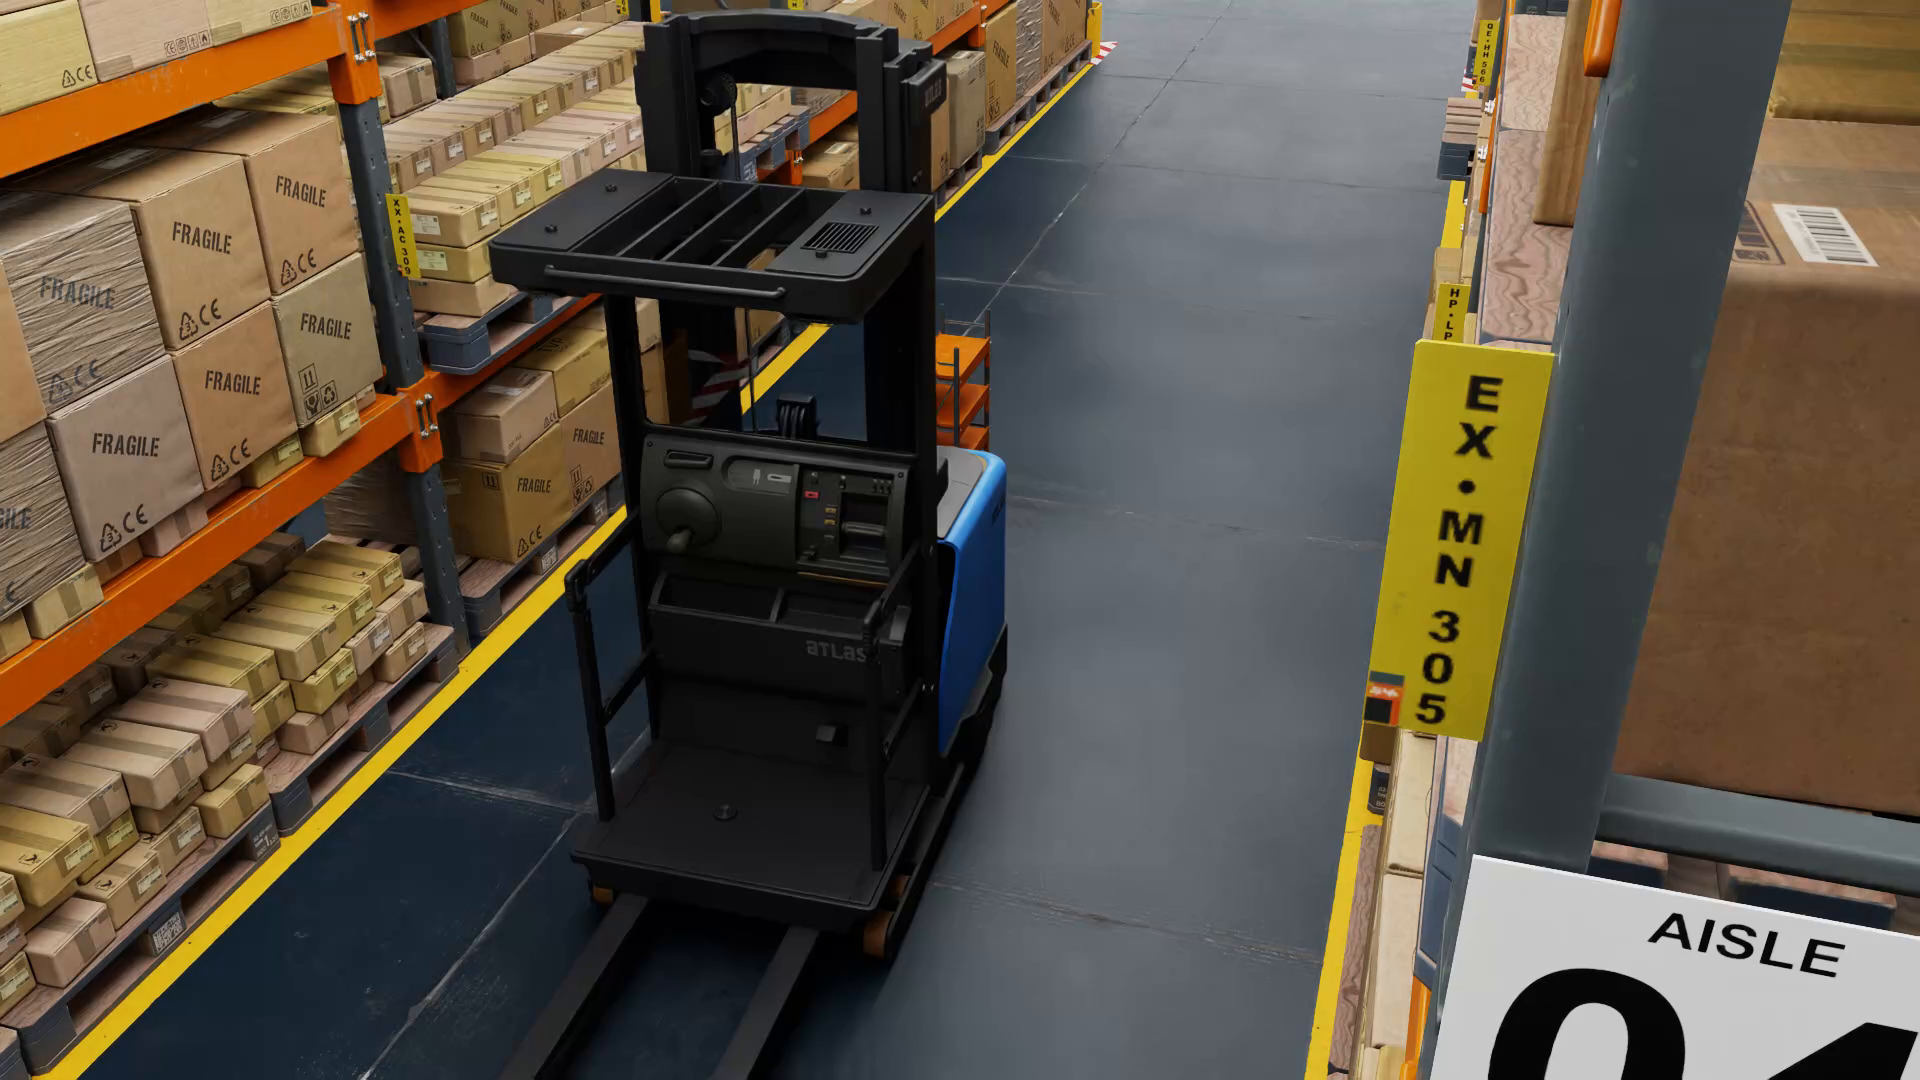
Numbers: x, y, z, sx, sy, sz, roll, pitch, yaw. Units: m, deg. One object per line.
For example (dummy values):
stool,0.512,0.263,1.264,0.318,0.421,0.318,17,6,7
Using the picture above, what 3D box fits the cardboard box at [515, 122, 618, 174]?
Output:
cardboard box,-1.796,-1.793,7.602,0.380,0.149,0.250,8,30,14

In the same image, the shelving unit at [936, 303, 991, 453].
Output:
shelving unit,-0.049,-0.447,7.820,0.258,1.200,0.503,8,30,15

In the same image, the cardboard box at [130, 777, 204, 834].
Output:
cardboard box,-2.894,0.866,5.802,0.380,0.149,0.250,7,30,12

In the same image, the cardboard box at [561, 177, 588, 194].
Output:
cardboard box,-1.874,-1.541,7.455,0.380,0.149,0.250,7,30,13

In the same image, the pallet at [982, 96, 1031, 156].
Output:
pallet,-0.009,-3.699,14.683,1.003,0.211,1.213,8,30,15

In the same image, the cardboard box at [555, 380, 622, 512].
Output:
cardboard box,-2.031,-0.501,8.204,0.500,0.500,0.500,10,31,17

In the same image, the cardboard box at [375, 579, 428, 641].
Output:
cardboard box,-2.444,0.266,6.881,0.380,0.149,0.250,9,30,16

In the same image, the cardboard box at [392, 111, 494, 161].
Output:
cardboard box,-2.416,-1.887,7.770,0.380,0.149,0.250,8,30,13

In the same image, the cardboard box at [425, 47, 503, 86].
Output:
cardboard box,-4.637,-4.453,15.565,0.500,0.250,0.500,7,30,13

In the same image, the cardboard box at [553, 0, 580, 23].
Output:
cardboard box,-4.185,-5.518,16.708,0.500,0.500,0.500,8,30,14

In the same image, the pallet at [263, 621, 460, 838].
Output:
pallet,-2.818,0.678,6.815,1.003,0.211,1.213,8,30,15

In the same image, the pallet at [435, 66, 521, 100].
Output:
pallet,-4.905,-4.334,15.823,1.003,0.211,1.213,8,30,15

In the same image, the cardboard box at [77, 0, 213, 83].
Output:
cardboard box,-2.699,-1.606,5.121,0.500,0.250,0.500,8,30,15

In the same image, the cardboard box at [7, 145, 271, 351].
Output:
cardboard box,-2.681,-0.971,5.472,0.500,0.500,0.500,8,30,13

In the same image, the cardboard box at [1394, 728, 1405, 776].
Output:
cardboard box,1.348,0.582,4.376,0.380,0.149,0.250,8,30,14

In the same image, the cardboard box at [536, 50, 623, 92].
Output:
cardboard box,-2.033,-2.502,8.876,0.380,0.149,0.250,7,30,13

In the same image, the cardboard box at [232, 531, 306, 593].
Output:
cardboard box,-2.954,0.075,6.918,0.380,0.149,0.250,10,31,17

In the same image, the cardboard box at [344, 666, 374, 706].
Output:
cardboard box,-2.601,0.544,6.687,0.380,0.149,0.250,9,30,16

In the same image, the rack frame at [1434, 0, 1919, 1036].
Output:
rack frame,0.883,-0.866,0.550,1.000,3.000,0.127,8,30,15

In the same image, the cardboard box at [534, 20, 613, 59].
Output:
cardboard box,-3.358,-4.234,14.567,0.500,0.500,0.500,8,30,15

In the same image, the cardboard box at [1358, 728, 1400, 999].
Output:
cardboard box,1.787,0.937,5.234,0.875,0.875,0.875,8,30,15

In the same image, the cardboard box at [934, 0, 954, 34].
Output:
cardboard box,-0.353,-4.104,12.439,0.500,0.500,0.500,8,30,14

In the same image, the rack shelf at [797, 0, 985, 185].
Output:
rack shelf,-0.894,-3.332,11.894,1.077,0.370,4.000,8,30,15

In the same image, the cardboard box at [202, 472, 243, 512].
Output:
cardboard box,-2.763,-0.221,5.820,0.380,0.149,0.250,8,30,13

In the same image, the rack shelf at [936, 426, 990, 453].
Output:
rack shelf,-0.049,-0.389,7.853,0.258,0.148,0.480,8,30,15

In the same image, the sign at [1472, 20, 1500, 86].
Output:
sign,2.709,-2.507,8.561,0.100,0.325,0.005,8,30,15

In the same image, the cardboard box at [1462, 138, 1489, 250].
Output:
cardboard box,2.679,-1.579,7.900,0.500,0.500,0.500,8,30,14

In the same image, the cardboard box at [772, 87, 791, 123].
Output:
cardboard box,-1.186,-2.496,9.477,0.380,0.149,0.250,9,30,16

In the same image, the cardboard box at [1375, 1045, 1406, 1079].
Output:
cardboard box,0.775,1.100,2.265,0.500,0.500,0.500,9,30,15

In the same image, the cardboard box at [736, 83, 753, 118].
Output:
cardboard box,-1.342,-2.379,8.962,0.380,0.149,0.250,9,30,16

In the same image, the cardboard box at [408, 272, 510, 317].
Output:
cardboard box,-2.100,-1.049,6.877,0.380,0.149,0.250,7,30,12

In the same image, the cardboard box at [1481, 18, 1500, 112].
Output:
cardboard box,3.419,-2.720,9.519,0.700,0.500,0.500,13,32,22

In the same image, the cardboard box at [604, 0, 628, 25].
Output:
cardboard box,-3.881,-5.651,17.719,0.500,0.250,0.500,8,30,15

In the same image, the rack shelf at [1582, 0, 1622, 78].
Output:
rack shelf,1.470,-1.306,2.493,1.077,0.370,4.000,8,30,15

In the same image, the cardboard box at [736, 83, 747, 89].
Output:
cardboard box,-1.339,-2.519,8.908,0.380,0.149,0.250,9,30,16

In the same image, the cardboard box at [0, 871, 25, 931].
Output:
cardboard box,-3.104,1.110,5.059,0.380,0.149,0.250,10,31,17

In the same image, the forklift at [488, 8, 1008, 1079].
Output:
forklift,-0.678,-0.064,5.350,1.130,2.935,3.031,7,30,13

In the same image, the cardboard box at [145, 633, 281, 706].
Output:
cardboard box,-2.765,0.497,6.159,0.380,0.149,0.250,9,30,17

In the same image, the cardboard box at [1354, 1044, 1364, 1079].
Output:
cardboard box,0.971,1.178,3.305,0.380,0.149,0.250,8,30,14

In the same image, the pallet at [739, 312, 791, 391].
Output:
pallet,-1.712,-1.135,10.074,1.003,0.211,1.213,8,30,15

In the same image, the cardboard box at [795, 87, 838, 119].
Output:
cardboard box,-1.091,-2.931,10.330,0.500,0.500,0.500,9,30,15

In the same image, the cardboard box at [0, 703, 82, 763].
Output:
cardboard box,-3.327,0.688,5.815,0.380,0.149,0.250,7,30,13

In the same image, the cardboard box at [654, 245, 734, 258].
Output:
cardboard box,-1.569,-1.544,9.308,0.500,0.250,0.500,9,30,16

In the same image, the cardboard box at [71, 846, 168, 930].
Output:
cardboard box,-2.928,1.145,5.607,0.380,0.149,0.250,9,30,15

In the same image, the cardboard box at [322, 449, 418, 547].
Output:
cardboard box,-2.679,-0.329,7.895,0.500,0.500,0.500,8,30,14

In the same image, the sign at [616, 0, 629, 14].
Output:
sign,-2.012,-3.301,9.906,0.100,0.325,0.005,8,30,15

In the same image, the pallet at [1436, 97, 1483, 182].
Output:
pallet,3.338,-2.225,9.361,1.213,0.211,1.003,8,30,15

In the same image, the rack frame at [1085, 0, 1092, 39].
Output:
rack frame,0.867,-6.435,16.731,1.000,3.000,0.127,8,30,15

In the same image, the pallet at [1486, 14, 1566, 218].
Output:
pallet,1.807,-0.997,3.962,1.003,0.211,1.213,8,30,15

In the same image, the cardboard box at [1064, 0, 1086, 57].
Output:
cardboard box,0.731,-5.365,16.562,0.875,0.875,0.875,9,30,15

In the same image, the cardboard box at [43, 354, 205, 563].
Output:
cardboard box,-2.828,-0.294,5.285,0.500,0.500,0.500,8,30,15
